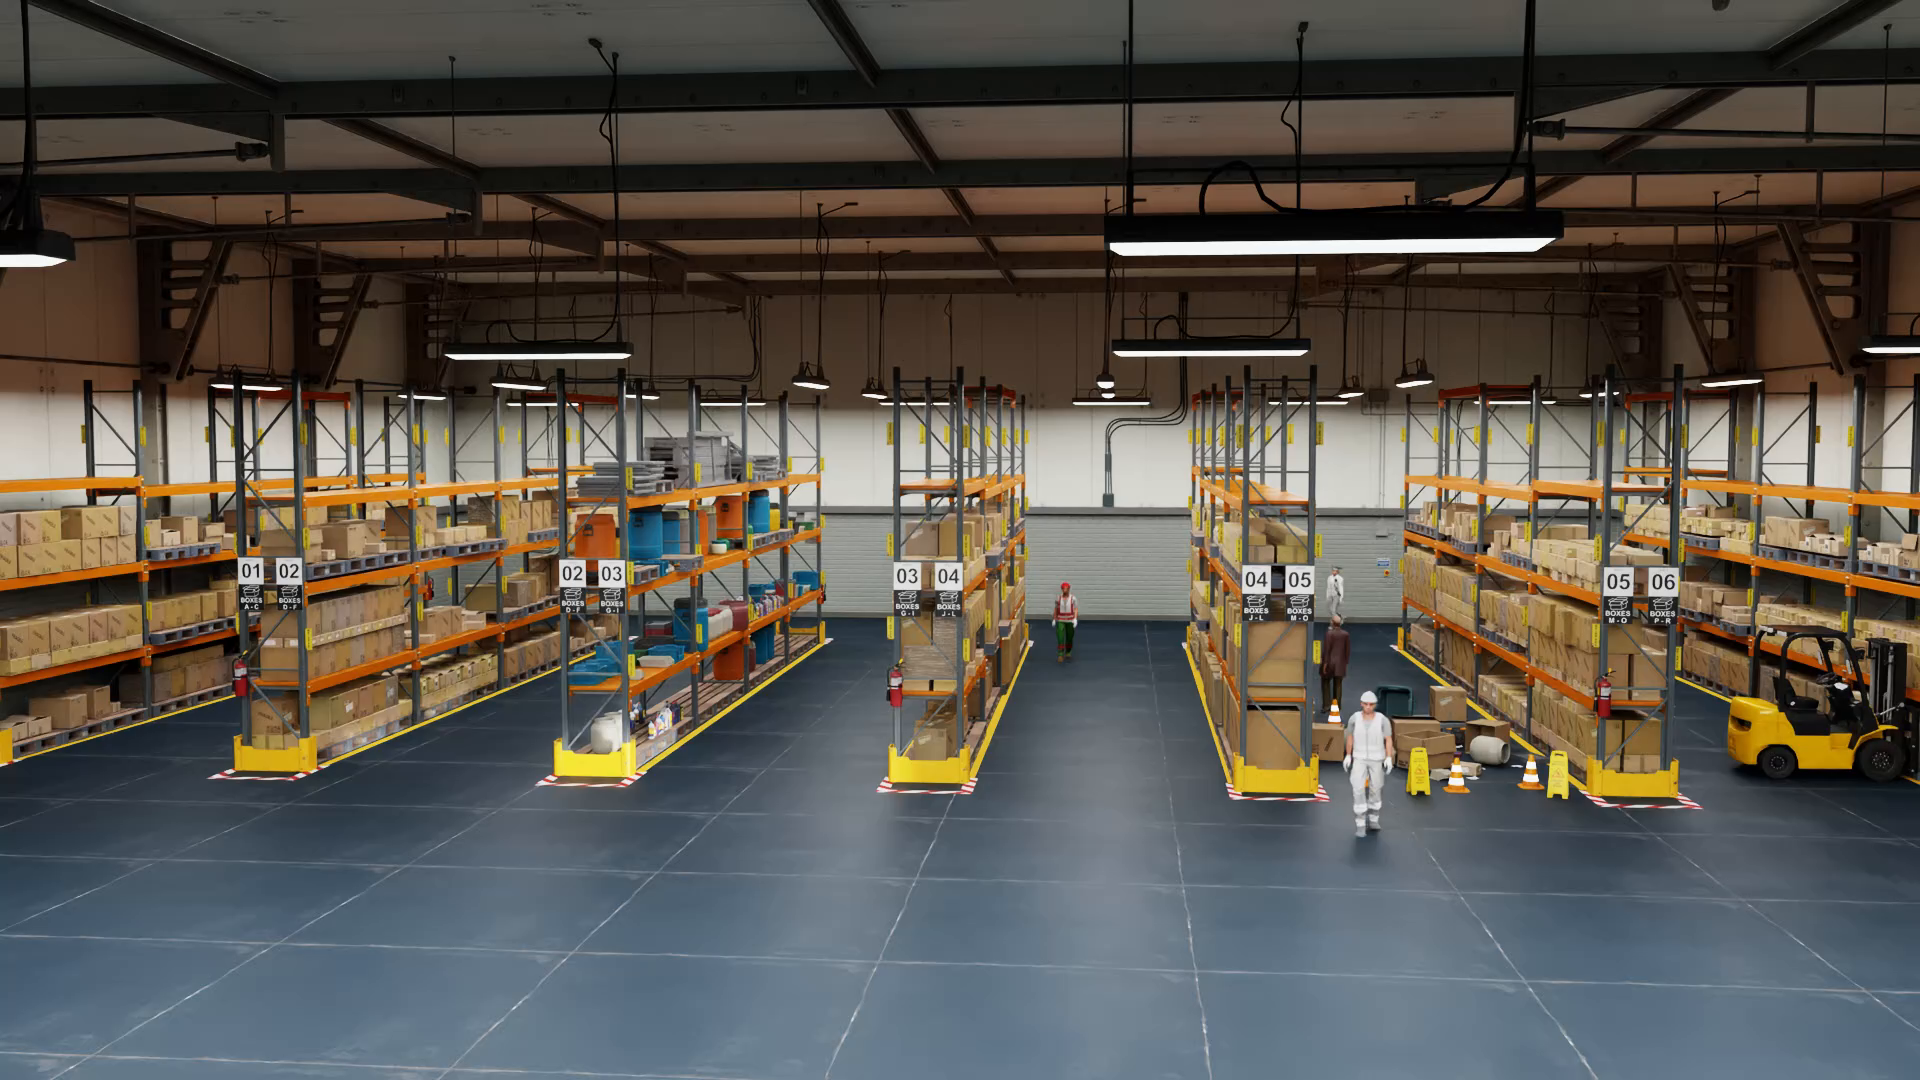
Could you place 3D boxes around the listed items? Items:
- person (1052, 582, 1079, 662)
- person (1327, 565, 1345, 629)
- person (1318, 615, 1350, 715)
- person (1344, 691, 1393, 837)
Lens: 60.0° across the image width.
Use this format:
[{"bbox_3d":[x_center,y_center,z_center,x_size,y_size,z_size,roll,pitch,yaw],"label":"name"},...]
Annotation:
[{"bbox_3d":[2.351,1.808,36.955,0.577,1.720,1.050,0,4,1],"label":"person"},{"bbox_3d":[9.771,1.470,43.193,0.711,1.662,0.492,-2,4,-33],"label":"person"},{"bbox_3d":[6.766,2.281,29.942,0.556,1.834,0.607,0,4,1],"label":"person"},{"bbox_3d":[5.156,2.816,21.007,0.623,1.825,0.596,1,4,20],"label":"person"}]
